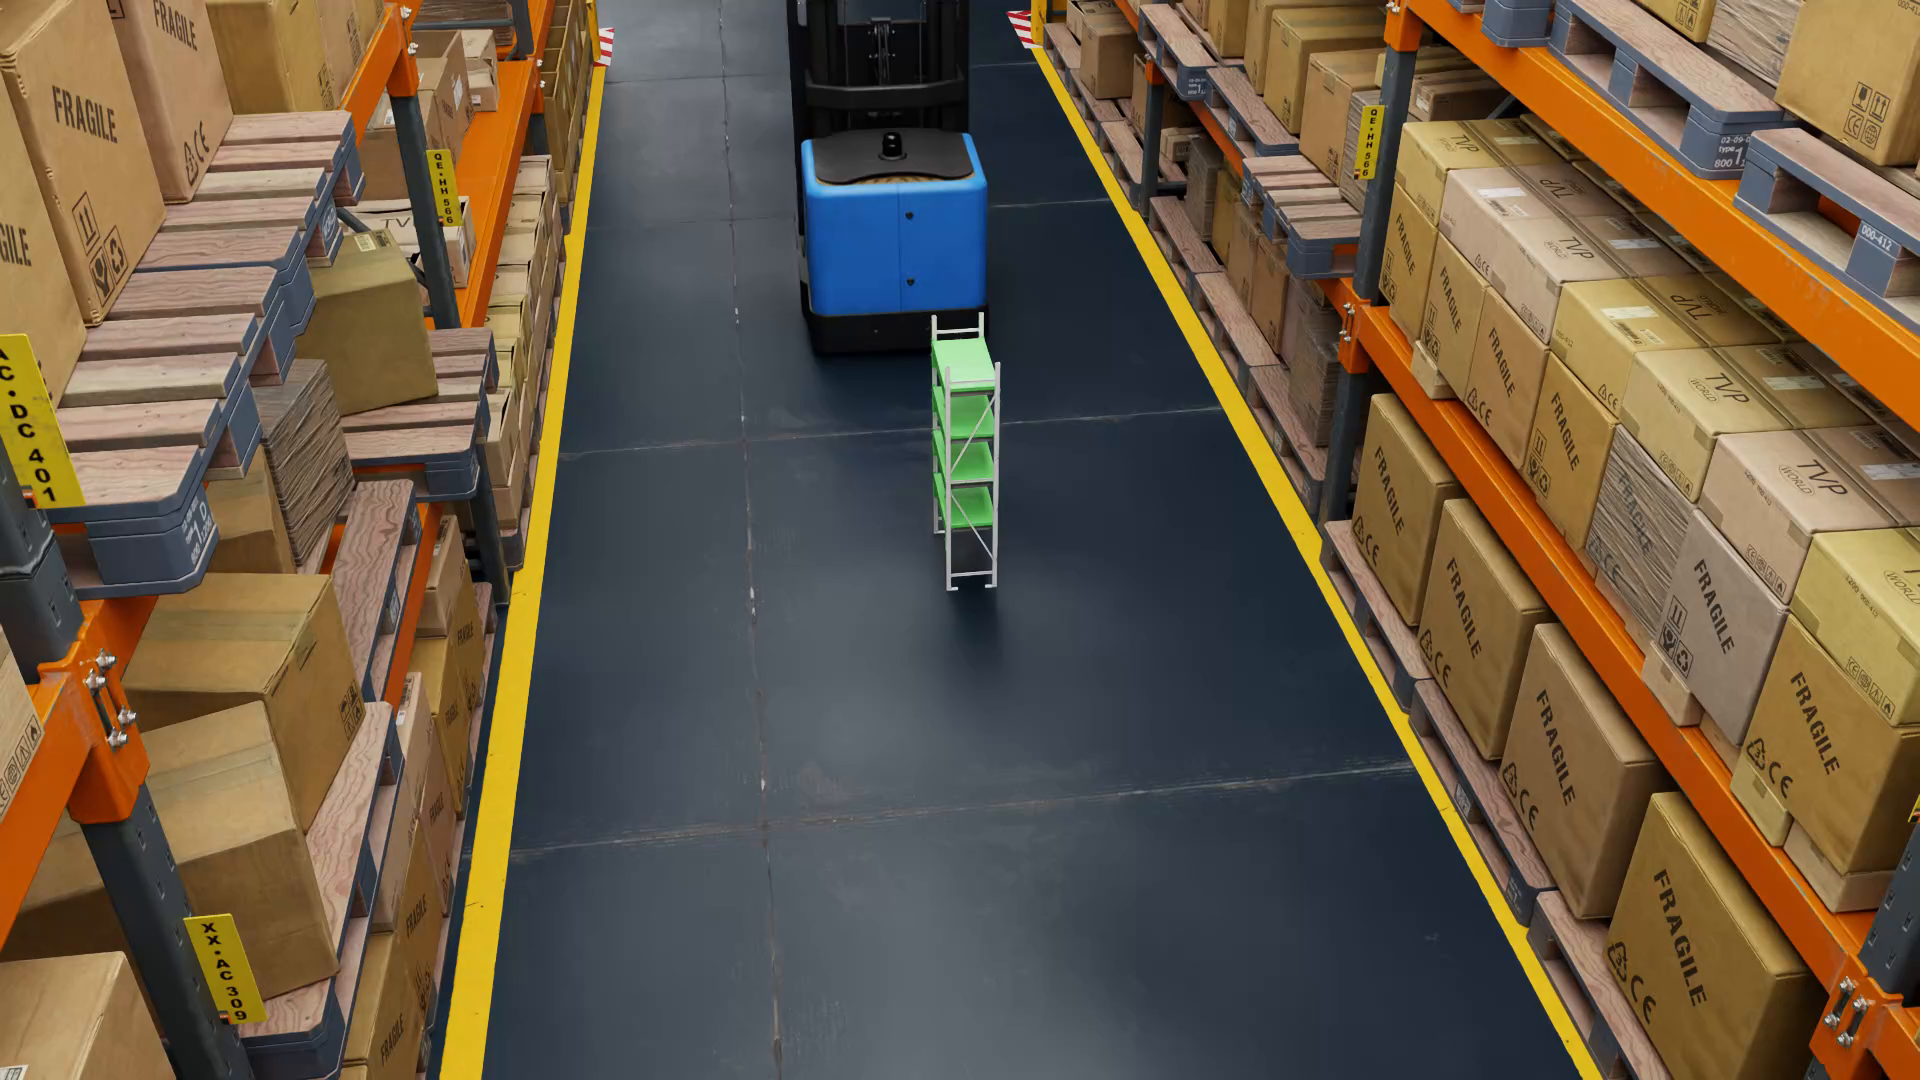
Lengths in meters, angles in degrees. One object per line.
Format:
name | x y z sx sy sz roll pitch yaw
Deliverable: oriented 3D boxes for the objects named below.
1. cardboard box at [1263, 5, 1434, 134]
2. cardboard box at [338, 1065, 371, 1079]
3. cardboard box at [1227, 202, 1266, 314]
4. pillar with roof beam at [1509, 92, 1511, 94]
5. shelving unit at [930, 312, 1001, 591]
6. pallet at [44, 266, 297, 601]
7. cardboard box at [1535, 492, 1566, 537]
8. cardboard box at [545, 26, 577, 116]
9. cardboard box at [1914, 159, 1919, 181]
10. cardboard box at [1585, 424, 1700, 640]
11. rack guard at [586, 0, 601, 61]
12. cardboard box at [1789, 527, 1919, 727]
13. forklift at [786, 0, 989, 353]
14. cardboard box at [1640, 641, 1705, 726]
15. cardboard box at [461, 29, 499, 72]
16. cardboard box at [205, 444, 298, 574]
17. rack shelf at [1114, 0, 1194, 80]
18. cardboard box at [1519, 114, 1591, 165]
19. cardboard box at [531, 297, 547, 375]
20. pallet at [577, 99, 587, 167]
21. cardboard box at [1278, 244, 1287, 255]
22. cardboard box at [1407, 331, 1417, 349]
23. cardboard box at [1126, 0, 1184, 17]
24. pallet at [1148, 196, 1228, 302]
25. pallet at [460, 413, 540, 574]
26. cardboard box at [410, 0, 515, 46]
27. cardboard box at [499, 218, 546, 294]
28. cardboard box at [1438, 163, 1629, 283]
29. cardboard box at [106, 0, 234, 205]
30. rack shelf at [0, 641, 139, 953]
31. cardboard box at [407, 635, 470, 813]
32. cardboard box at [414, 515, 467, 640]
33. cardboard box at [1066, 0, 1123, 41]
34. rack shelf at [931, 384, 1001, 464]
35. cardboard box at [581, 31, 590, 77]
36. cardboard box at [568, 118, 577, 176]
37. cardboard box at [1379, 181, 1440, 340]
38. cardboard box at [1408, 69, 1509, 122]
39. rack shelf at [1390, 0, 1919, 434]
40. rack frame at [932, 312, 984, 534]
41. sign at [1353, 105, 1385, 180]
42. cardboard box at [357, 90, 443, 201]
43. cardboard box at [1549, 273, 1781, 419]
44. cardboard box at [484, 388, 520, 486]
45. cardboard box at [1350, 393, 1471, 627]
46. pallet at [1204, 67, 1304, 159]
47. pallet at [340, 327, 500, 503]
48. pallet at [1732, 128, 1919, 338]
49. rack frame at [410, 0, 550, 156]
cardboard box | 2.029 -2.480 8.746 0.700 0.500 0.500 -4 35 -6
cardboard box | -1.902 1.870 4.671 0.500 0.500 0.500 -6 35 -9
cardboard box | 2.017 -1.701 9.911 0.700 0.500 0.500 -4 34 -6
pillar with roof beam | -1.292 -4.246 6.489 9.100 9.000 0.400 -4 35 -6
shelving unit | 0.022 -0.403 7.777 0.258 1.200 0.503 -4 35 -6
pallet | -2.097 -0.223 3.417 1.213 0.211 1.003 -4 35 -6
cardboard box | 2.323 -0.150 6.011 0.380 0.149 0.250 -4 34 -6
cardboard box | -3.042 -3.344 11.896 0.500 0.500 0.500 -4 35 -6
cardboard box | 2.820 -1.032 3.957 0.700 0.500 0.500 -6 35 -9
cardboard box | 2.380 -0.045 5.282 0.500 0.500 0.500 -4 35 -6
rack guard | -3.696 -4.369 14.217 1.175 0.500 0.348 -4 35 -6
cardboard box | 2.513 0.207 4.246 0.500 0.250 0.500 -4 34 -5
forklift | -0.518 -3.121 10.227 1.130 2.935 3.031 -4 34 -6
cardboard box | 2.362 0.429 5.163 0.380 0.149 0.250 -4 35 -6
cardboard box | -3.045 -2.823 9.862 0.500 0.250 0.500 -2 34 -3
cardboard box | -2.378 0.112 4.961 0.700 0.500 0.500 -13 36 -18
rack shelf | 1.484 -4.353 12.612 1.077 0.370 4.000 -4 35 -6
cardboard box | 2.609 -1.551 6.825 0.500 0.250 0.500 -3 34 -5
cardboard box | -2.609 -1.132 9.317 0.500 0.250 0.500 -4 34 -5
pallet | -3.388 -3.134 12.661 1.003 0.211 1.213 -4 35 -6
cardboard box | 2.054 -1.768 9.343 0.500 0.250 0.500 -5 35 -7
cardboard box | 2.131 -0.864 7.059 0.380 0.149 0.250 -4 34 -6
cardboard box | 1.389 -3.721 11.163 0.500 0.250 0.500 -4 35 -6
pallet | 1.860 -1.947 10.920 1.003 0.211 1.213 -4 35 -6
pallet | -2.689 -0.234 8.407 1.003 0.211 1.213 -4 35 -6
cardboard box | -3.221 -3.445 10.553 0.700 0.500 0.500 -5 35 -8
cardboard box | -2.675 -1.653 9.582 0.500 0.311 0.500 -4 35 -7
cardboard box | 2.170 -1.211 6.327 0.500 0.250 0.500 -5 35 -7
cardboard box | -2.256 -1.219 4.161 0.600 0.600 0.600 -6 35 -8
rack shelf | -1.810 1.482 1.388 1.077 0.370 4.000 -4 35 -6
cardboard box | -2.189 0.720 6.359 0.500 0.500 0.500 -6 35 -8
cardboard box | -2.247 0.152 6.526 0.500 0.250 0.500 -3 34 -5
cardboard box | 1.219 -4.444 14.104 0.500 0.311 0.500 -8 35 -12
rack shelf | 0.022 -0.549 7.677 0.258 0.148 0.480 -4 35 -6
cardboard box | -3.249 -3.871 13.335 0.500 0.250 0.500 -4 35 -6
cardboard box | -2.979 -2.755 11.698 0.500 0.250 0.500 -4 35 -6
cardboard box | 2.103 -1.184 6.953 0.500 0.500 0.500 -3 34 -5
cardboard box | 2.215 -1.983 7.441 0.380 0.149 0.250 -9 35 -13
rack shelf | 2.560 -1.128 5.217 1.077 0.370 4.000 -4 35 -6
rack frame | -0.011 -0.540 7.976 0.240 1.200 0.015 -4 35 -6
sign | 1.755 -1.701 7.125 0.100 0.325 0.005 -4 35 -6
cardboard box | -2.859 -1.901 8.287 0.500 0.500 0.500 -6 35 -9
cardboard box | 2.316 -0.648 5.501 0.500 0.250 0.500 -5 35 -7
cardboard box | -2.396 -0.508 7.902 0.500 0.311 0.500 -3 34 -5
cardboard box | 2.260 -0.167 7.367 0.750 0.750 0.750 -5 35 -7
pallet | 1.985 -2.324 9.167 1.003 0.211 1.213 -4 35 -6
pallet | -2.456 -0.472 6.450 1.213 0.211 1.003 -4 35 -6
pallet | 2.657 -0.738 4.175 0.805 0.209 1.217 -6 35 -8
rack frame | -3.155 -3.157 10.218 1.000 3.000 0.127 -4 35 -6
